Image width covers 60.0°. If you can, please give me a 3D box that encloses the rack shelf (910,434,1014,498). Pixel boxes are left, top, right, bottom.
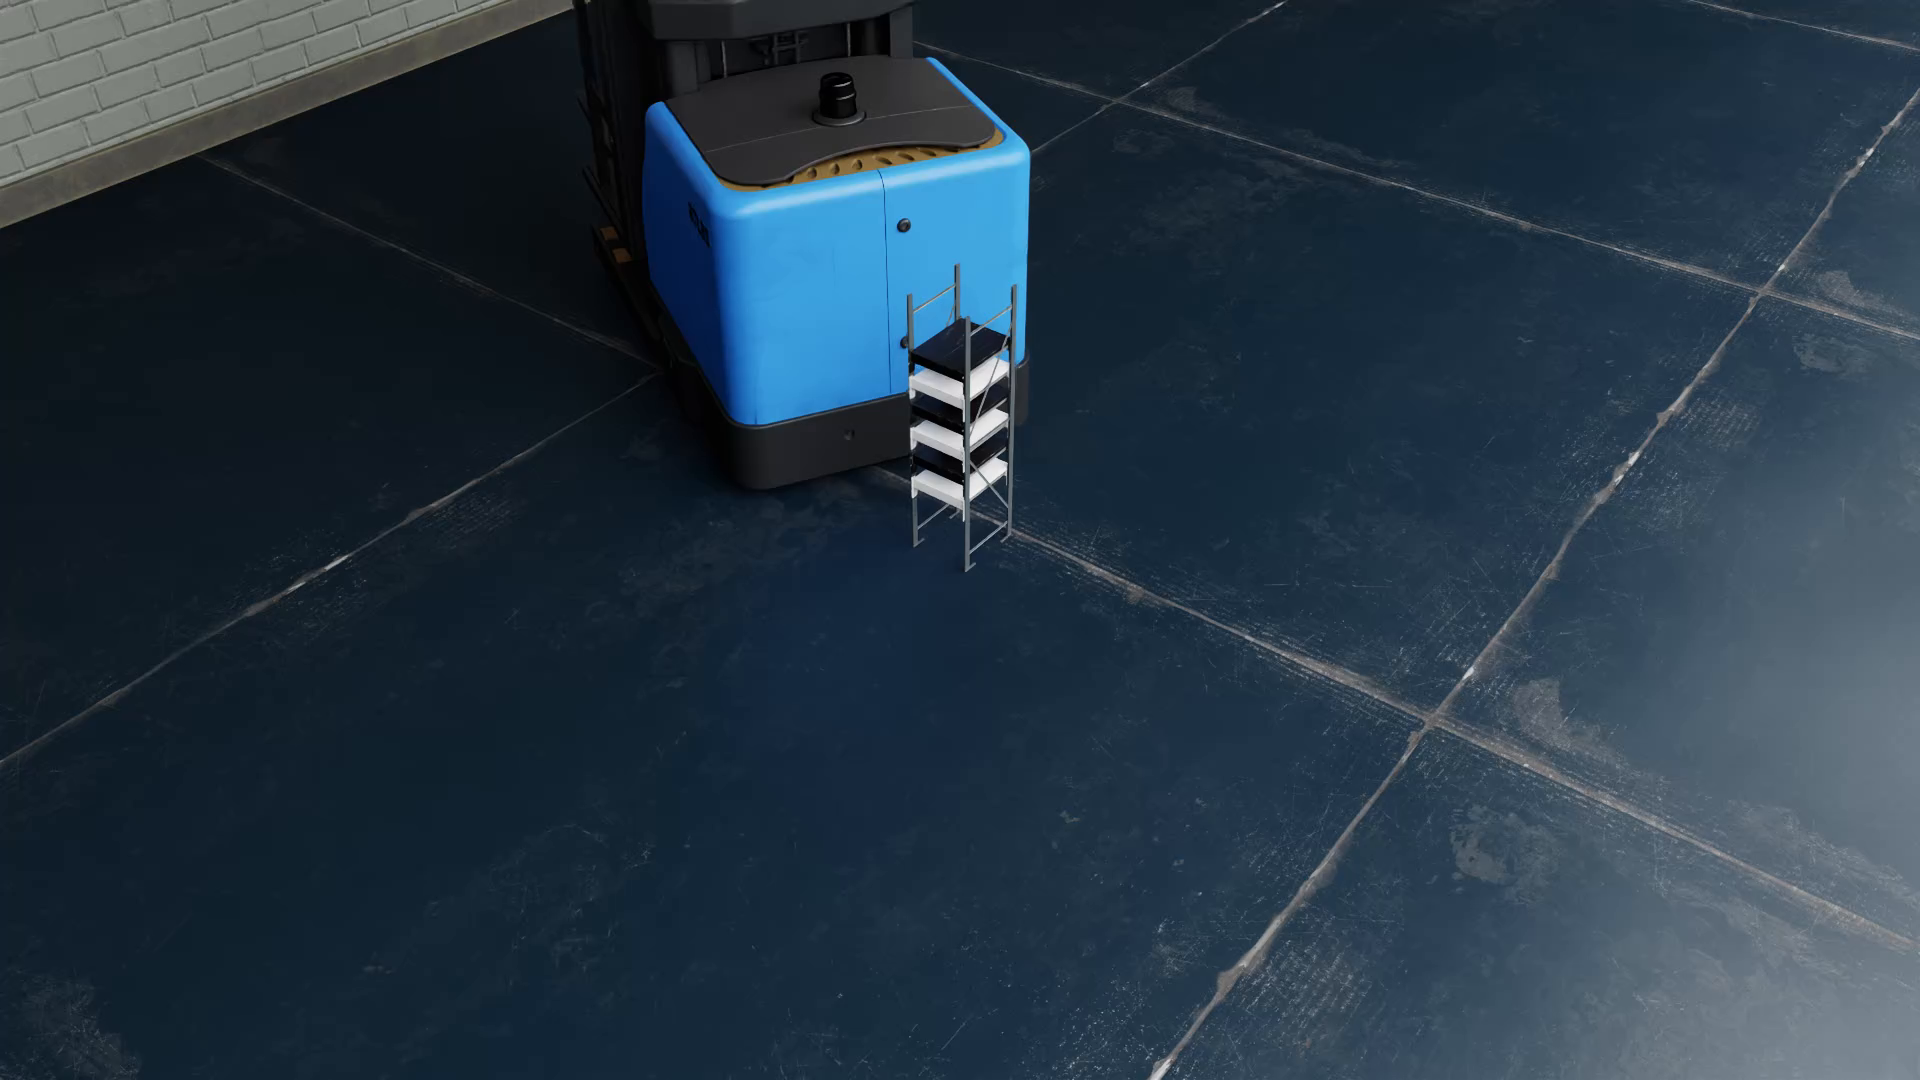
[{"bbox_3d":[0.006,-0.254,5.045,0.200,0.077,0.258,25,45,29],"label":"rack shelf"}]

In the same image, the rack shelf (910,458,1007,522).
[{"bbox_3d":[0.006,-0.183,5.100,0.200,0.077,0.258,25,45,29],"label":"rack shelf"}]

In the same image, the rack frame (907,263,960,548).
[{"bbox_3d":[-0.074,-0.389,5.017,0.006,0.900,0.240,25,45,29],"label":"rack frame"}]

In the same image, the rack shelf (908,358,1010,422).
[{"bbox_3d":[0.006,-0.467,4.878,0.200,0.077,0.258,25,45,29],"label":"rack shelf"}]

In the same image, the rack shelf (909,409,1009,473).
[{"bbox_3d":[0.006,-0.325,4.989,0.200,0.077,0.258,25,45,29],"label":"rack shelf"}]

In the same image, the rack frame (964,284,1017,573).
[{"bbox_3d":[0.087,-0.313,4.920,0.006,0.900,0.240,25,45,29],"label":"rack frame"}]

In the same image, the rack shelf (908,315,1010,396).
[{"bbox_3d":[0.006,-0.538,4.823,0.200,0.077,0.258,25,45,29],"label":"rack shelf"}]

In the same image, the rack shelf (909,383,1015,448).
[{"bbox_3d":[0.006,-0.396,4.934,0.200,0.077,0.258,25,45,29],"label":"rack shelf"}]

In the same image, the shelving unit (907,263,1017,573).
[{"bbox_3d":[0.006,-0.351,4.969,0.210,0.900,0.258,25,45,29],"label":"shelving unit"}]

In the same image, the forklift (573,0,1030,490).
[{"bbox_3d":[-0.814,-2.222,5.711,1.130,2.935,3.031,-15,40,-18],"label":"forklift"}]
